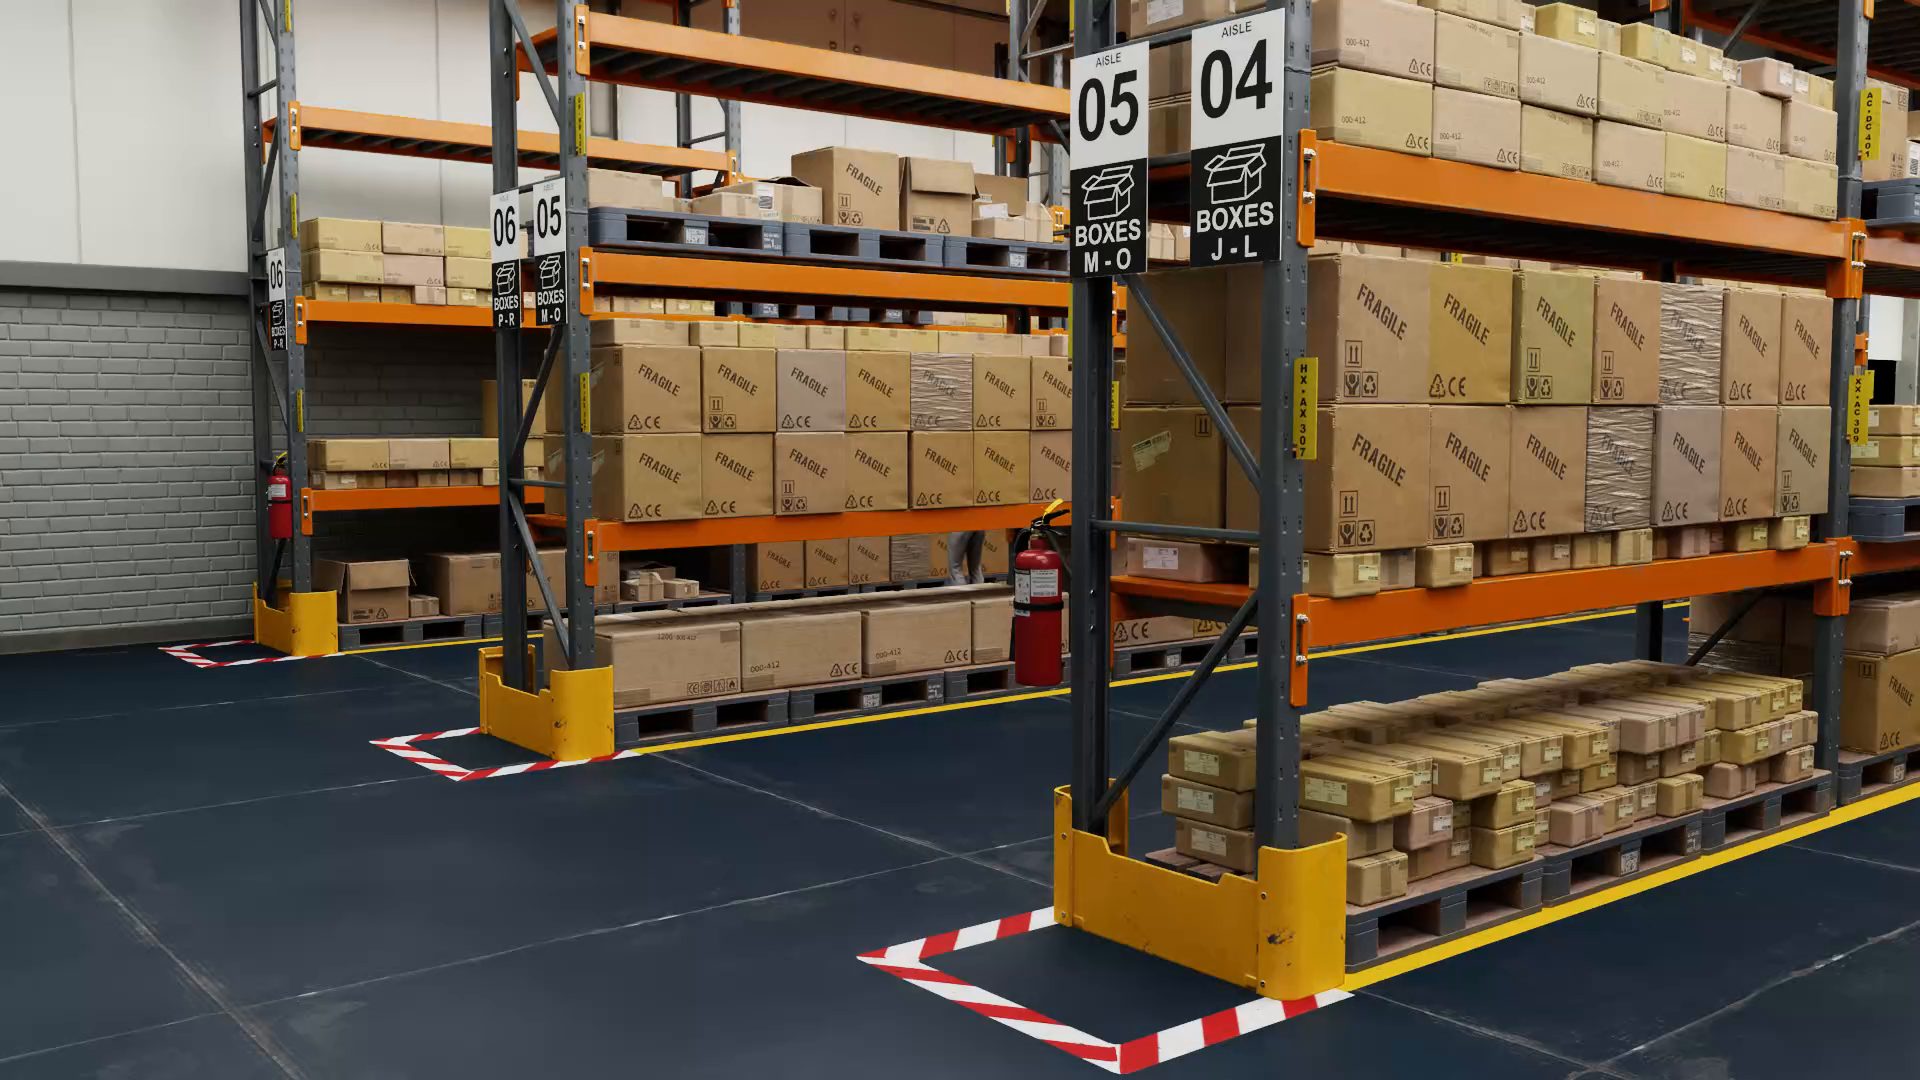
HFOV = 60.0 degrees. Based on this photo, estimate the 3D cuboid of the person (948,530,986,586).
[{"bbox_3d":[4.040,-0.299,14.591,5.657,2.202,6.880,-3,6,-38],"label":"person"}]
